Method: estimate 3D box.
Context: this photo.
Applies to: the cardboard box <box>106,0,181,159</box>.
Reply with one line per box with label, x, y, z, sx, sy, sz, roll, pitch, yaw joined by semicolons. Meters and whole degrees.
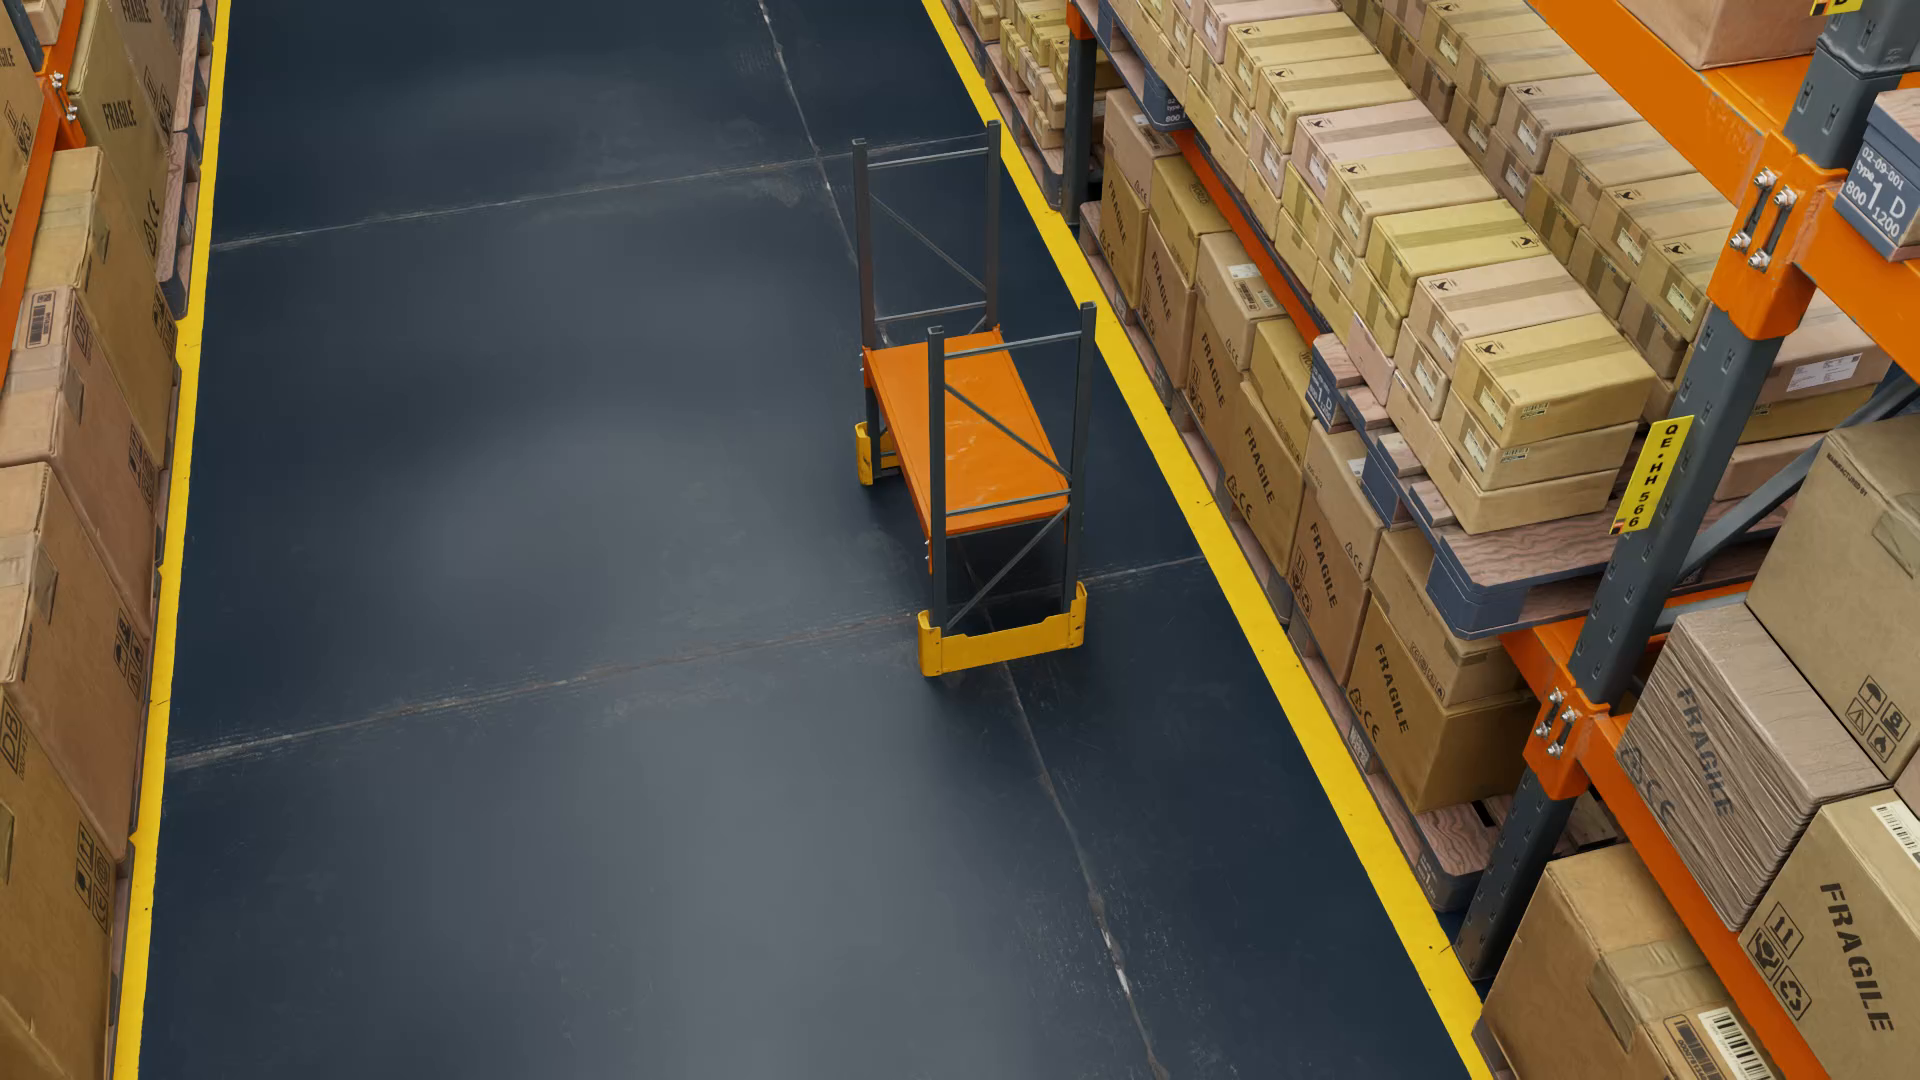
cardboard box;-4.177;-2.282;7.580;0.875;0.875;0.875;-11;47;-10

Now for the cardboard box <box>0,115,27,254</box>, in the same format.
cardboard box;-3.352;-1.206;5.262;0.500;0.500;0.500;-9;46;-9

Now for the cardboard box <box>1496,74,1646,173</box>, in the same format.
cardboard box;1.790;-1.209;4.800;0.380;0.149;0.250;-9;46;-8

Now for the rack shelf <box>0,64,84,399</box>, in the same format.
rack shelf;-3.343;-0.154;4.805;1.077;0.370;4.000;-11;47;-10

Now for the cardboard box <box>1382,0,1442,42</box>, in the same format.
cardboard box;1.589;-1.750;5.330;0.380;0.149;0.250;-13;47;-12

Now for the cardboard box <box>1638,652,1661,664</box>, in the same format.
cardboard box;2.047;0.083;5.000;0.500;0.250;0.500;-13;47;-12

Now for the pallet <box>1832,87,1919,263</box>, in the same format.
pallet;2.205;-0.411;2.585;1.213;0.211;1.003;-9;46;-8

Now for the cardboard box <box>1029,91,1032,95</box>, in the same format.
cardboard box;0.550;-2.176;7.984;0.380;0.149;0.250;-10;46;-9

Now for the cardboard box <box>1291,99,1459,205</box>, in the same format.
cardboard box;1.163;-1.090;4.683;0.380;0.149;0.250;-11;47;-10

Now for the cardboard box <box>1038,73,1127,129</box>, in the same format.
cardboard box;0.577;-2.036;7.639;0.380;0.149;0.250;-10;46;-10

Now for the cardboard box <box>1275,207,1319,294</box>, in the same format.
cardboard box;1.160;-0.885;4.899;0.380;0.149;0.250;-13;47;-12

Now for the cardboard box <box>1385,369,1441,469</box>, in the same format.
cardboard box;1.357;-0.350;4.374;0.380;0.149;0.250;-11;47;-10

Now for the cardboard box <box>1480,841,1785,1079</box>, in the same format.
cardboard box;2.058;1.215;4.240;1.050;0.750;0.750;-11;47;-11

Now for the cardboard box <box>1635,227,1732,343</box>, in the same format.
cardboard box;1.987;-0.669;4.271;0.380;0.149;0.250;-12;47;-11

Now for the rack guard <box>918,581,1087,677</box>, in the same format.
rack guard;0.147;0.309;5.772;0.587;0.250;0.087;-11;47;-10

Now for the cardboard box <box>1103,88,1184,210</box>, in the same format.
cardboard box;0.899;-1.600;6.649;0.500;0.250;0.500;-13;47;-12

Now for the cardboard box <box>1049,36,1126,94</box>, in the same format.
cardboard box;0.622;-2.179;7.571;0.380;0.149;0.250;-9;46;-9

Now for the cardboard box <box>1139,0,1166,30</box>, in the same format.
cardboard box;0.823;-1.895;5.680;0.380;0.149;0.250;-13;47;-12

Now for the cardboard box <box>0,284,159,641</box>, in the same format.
cardboard box;-3.443;-0.135;5.476;1.225;0.875;0.875;-12;47;-12

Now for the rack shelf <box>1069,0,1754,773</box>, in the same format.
rack shelf;1.477;-0.991;5.625;1.077;0.370;4.000;-11;47;-10

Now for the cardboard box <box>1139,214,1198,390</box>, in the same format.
cardboard box;1.035;-0.972;6.559;0.500;0.500;0.500;-9;46;-9

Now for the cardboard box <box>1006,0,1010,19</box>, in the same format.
cardboard box;0.441;-2.594;8.186;0.380;0.149;0.250;-10;46;-10

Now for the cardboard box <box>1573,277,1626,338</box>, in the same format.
cardboard box;1.932;-0.639;4.657;0.380;0.149;0.250;-9;46;-8

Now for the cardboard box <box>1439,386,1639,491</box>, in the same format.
cardboard box;1.422;-0.283;4.101;0.380;0.149;0.250;-10;46;-9

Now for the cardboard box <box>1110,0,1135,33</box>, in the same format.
cardboard box;0.758;-1.963;5.956;0.380;0.149;0.250;-10;46;-10

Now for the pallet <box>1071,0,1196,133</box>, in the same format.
pallet;1.020;-2.002;6.247;1.003;0.211;1.213;-11;47;-10

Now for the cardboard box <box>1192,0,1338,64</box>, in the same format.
cardboard box;0.953;-1.643;5.225;0.380;0.149;0.250;-9;46;-9

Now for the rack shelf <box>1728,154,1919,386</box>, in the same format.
rack shelf;2.501;0.720;1.847;1.077;0.370;4.000;-11;47;-10

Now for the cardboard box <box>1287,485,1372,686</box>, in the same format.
cardboard box;1.439;0.100;5.508;0.500;0.500;0.500;-9;46;-9

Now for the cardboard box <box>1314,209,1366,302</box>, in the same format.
cardboard box;1.219;-0.821;4.628;0.380;0.149;0.250;-11;47;-10

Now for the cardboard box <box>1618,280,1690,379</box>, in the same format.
cardboard box;1.988;-0.583;4.394;0.380;0.149;0.250;-9;46;-8

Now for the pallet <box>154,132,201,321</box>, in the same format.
pallet;-3.975;-1.350;7.425;1.003;0.211;1.213;-11;47;-10

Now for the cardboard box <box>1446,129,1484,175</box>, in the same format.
cardboard box;1.728;-1.182;5.190;0.380;0.149;0.250;-10;46;-10

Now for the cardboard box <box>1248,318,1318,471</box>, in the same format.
cardboard box;1.306;-0.521;5.592;0.500;0.250;0.500;-10;46;-9

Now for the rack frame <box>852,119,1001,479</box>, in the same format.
rack frame;-0.108;-0.817;6.001;0.500;1.500;0.032;-11;47;-10

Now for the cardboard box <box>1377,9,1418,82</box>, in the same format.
cardboard box;1.599;-1.639;5.430;0.380;0.149;0.250;-11;47;-10

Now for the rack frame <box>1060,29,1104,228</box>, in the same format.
rack frame;0.965;-2.624;6.721;1.000;3.000;0.127;-11;47;-10

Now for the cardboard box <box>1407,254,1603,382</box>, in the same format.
cardboard box;1.358;-0.558;4.162;0.380;0.149;0.250;-11;47;-11

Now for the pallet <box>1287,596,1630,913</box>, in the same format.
pallet;1.790;0.574;5.540;1.003;0.211;1.213;-11;47;-10

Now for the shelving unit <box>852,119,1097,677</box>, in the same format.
shelving unit;0.020;-0.472;5.663;0.587;1.500;1.083;-11;47;-10

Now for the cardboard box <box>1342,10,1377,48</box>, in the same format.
cardboard box;1.528;-1.729;5.726;0.380;0.149;0.250;-13;47;-12

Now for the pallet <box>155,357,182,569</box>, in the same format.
pallet;-3.585;-0.292;6.388;1.003;0.211;1.213;-11;47;-10

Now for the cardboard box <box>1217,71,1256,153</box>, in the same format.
cardboard box;1.024;-1.352;5.148;0.380;0.149;0.250;-12;47;-11

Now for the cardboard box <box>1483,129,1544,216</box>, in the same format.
cardboard box;1.789;-1.113;4.914;0.380;0.149;0.250;-11;47;-10

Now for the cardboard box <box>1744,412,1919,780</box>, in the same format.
cardboard box;2.094;0.065;3.316;0.700;0.500;0.500;-11;47;-11

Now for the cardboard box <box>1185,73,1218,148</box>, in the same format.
cardboard box;0.961;-1.426;5.429;0.380;0.149;0.250;-11;47;-11

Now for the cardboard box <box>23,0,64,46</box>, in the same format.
cardboard box;-3.610;-1.964;6.250;0.380;0.149;0.250;-11;47;-10
